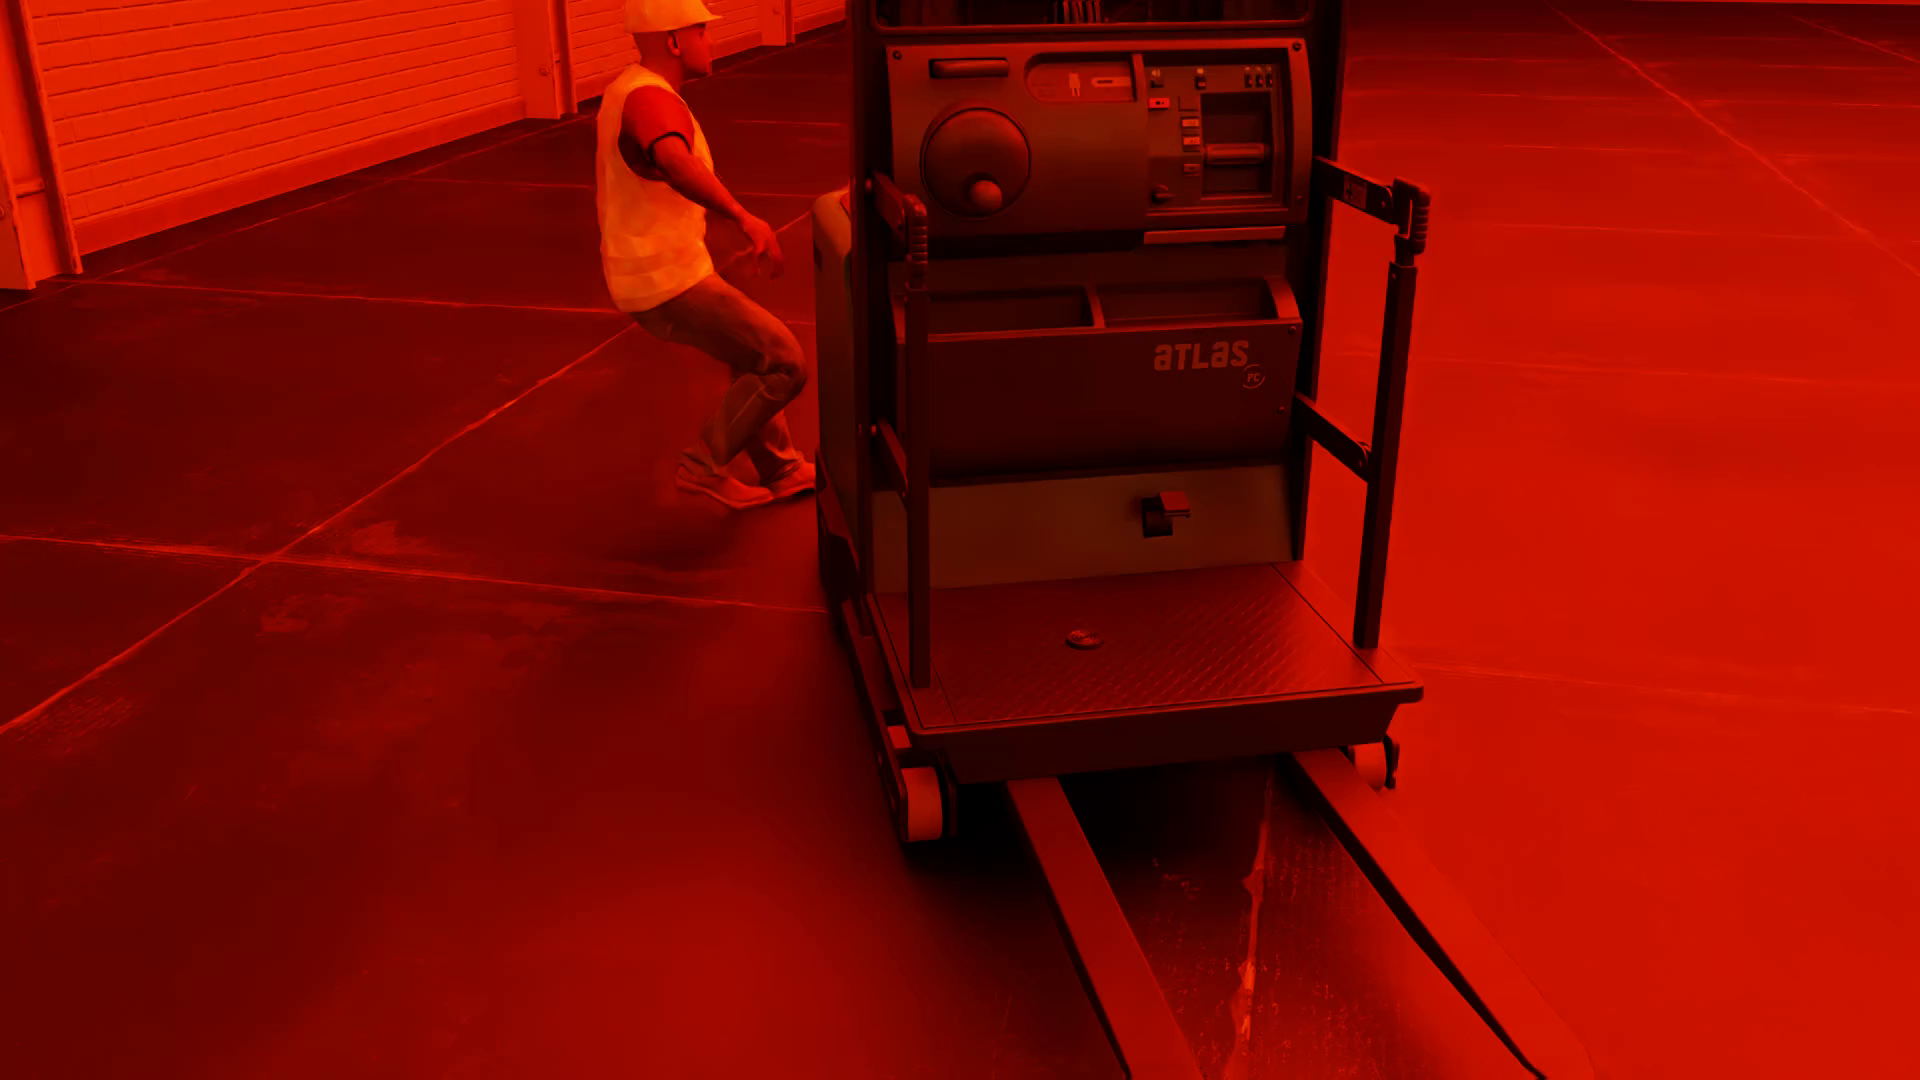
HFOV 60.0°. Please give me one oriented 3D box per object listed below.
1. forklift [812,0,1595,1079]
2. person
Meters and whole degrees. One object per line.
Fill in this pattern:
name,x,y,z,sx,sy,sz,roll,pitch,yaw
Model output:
forklift,0.350,-0.860,3.375,1.130,2.935,3.031,-4,23,-10
person,-0.685,-0.829,5.021,0.781,1.649,1.086,-6,23,-15
